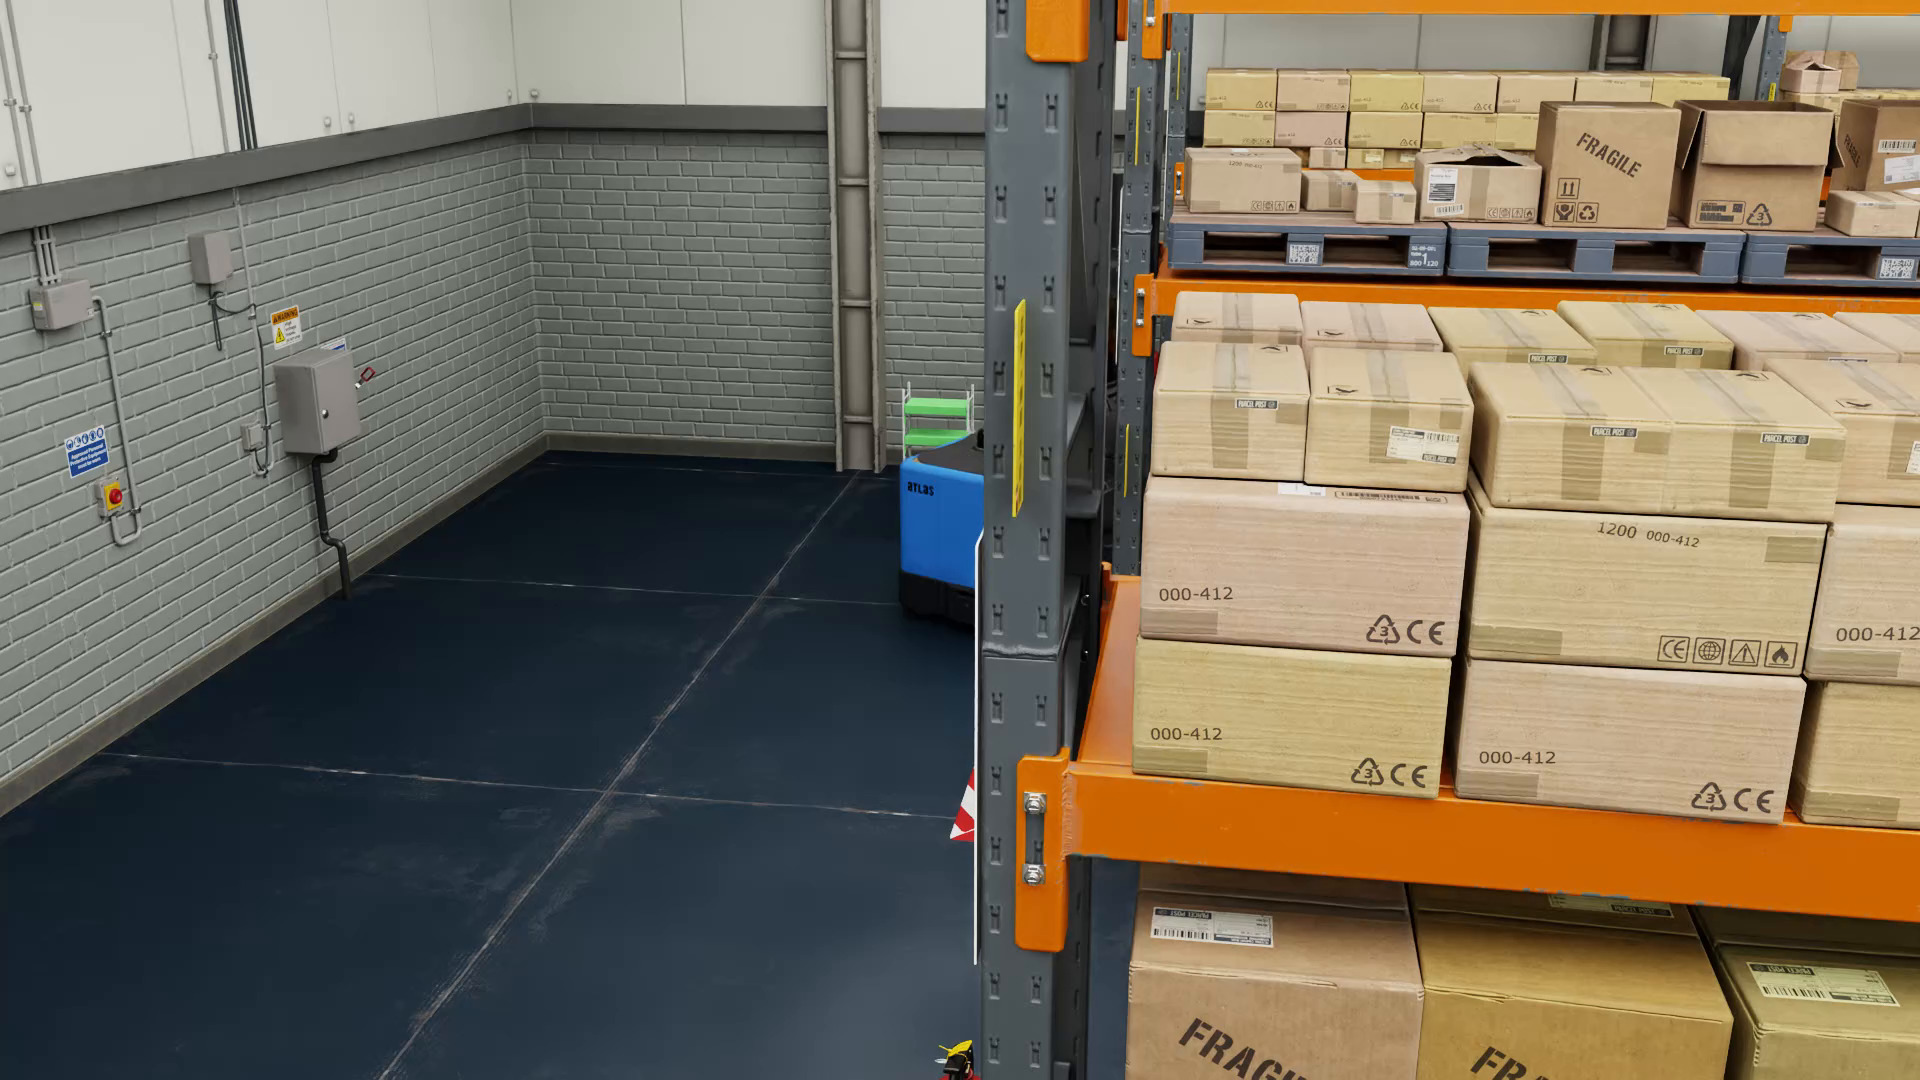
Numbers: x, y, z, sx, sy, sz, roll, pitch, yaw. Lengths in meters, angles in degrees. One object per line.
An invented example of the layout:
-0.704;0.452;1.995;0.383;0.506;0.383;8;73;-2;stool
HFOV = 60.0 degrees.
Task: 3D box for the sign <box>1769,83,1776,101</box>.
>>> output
5.518;-2.944;11.332;0.005;0.325;0.100;3;19;9;sign

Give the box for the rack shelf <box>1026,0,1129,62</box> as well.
2.153;-0.938;2.564;4.000;0.370;1.077;3;19;9;rack shelf

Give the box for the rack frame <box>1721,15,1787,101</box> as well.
5.596;-4.291;11.447;0.127;3.000;1.000;3;19;9;rack frame

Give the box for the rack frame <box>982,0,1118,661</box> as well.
0.178;-1.382;2.751;0.127;3.000;1.000;3;19;9;rack frame

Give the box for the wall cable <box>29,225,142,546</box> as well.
-4.708;-0.866;9.013;0.123;1.953;0.585;3;19;9;wall cable

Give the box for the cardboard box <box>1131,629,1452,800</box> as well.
0.581;0.215;2.943;0.500;0.250;0.500;4;19;11;cardboard box

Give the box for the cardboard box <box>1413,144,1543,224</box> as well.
2.333;-1.628;7.536;0.500;0.311;0.500;3;19;10;cardboard box

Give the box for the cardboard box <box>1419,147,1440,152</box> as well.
3.423;-2.755;11.977;0.250;0.149;0.380;3;19;9;cardboard box

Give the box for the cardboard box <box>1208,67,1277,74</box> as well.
2.130;-3.442;12.616;0.500;0.250;0.500;2;19;7;cardboard box

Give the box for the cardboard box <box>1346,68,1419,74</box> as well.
3.154;-3.393;12.470;0.500;0.250;0.500;3;19;9;cardboard box

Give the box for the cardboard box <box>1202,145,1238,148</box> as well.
1.925;-2.862;12.299;0.250;0.149;0.380;3;19;10;cardboard box

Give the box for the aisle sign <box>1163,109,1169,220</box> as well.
1.533;-2.792;12.323;0.004;0.787;0.394;3;19;9;aisle sign

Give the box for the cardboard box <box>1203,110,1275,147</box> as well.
2.042;-3.032;12.179;0.500;0.250;0.500;3;19;8;cardboard box

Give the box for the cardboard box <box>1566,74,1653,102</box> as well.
4.557;-3.149;11.739;0.500;0.250;0.500;3;19;8;cardboard box

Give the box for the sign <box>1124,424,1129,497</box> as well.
0.769;-0.367;7.684;0.005;0.325;0.100;3;19;9;sign

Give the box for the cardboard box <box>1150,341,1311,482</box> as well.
0.462;-0.227;2.846;0.250;0.149;0.380;3;19;8;cardboard box

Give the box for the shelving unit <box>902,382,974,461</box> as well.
-0.163;-0.577;12.638;0.503;1.200;0.258;3;19;9;shelving unit

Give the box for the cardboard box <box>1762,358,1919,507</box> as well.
1.478;-0.179;2.704;0.250;0.149;0.380;3;19;10;cardboard box

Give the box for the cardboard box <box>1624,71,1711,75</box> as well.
5.153;-3.290;12.161;0.500;0.250;0.500;3;19;8;cardboard box

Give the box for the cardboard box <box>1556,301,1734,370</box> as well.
1.312;-0.354;3.228;0.250;0.149;0.380;3;19;10;cardboard box

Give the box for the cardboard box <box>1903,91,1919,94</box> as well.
6.598;-2.963;11.312;0.250;0.149;0.380;3;19;8;cardboard box

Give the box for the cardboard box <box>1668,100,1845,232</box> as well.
3.476;-1.667;7.349;0.637;0.503;0.797;4;19;13;cardboard box

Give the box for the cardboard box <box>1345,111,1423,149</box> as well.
3.050;-2.983;12.033;0.500;0.250;0.500;2;19;7;cardboard box

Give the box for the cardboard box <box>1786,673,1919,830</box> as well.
1.611;0.264;2.795;0.500;0.250;0.500;2;19;7;cardboard box

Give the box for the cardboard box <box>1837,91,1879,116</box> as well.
6.096;-2.994;11.404;0.250;0.149;0.380;3;19;10;cardboard box

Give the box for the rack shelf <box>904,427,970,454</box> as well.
-0.163;-0.744;12.582;0.480;0.148;0.258;3;19;9;rack shelf

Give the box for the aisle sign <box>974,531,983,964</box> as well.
0.058;0.321;3.020;0.004;0.787;0.394;3;19;9;aisle sign

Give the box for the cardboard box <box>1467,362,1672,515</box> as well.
0.967;-0.172;2.681;0.250;0.149;0.380;3;19;9;cardboard box

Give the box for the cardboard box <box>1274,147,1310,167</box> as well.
2.438;-2.839;12.229;0.250;0.149;0.380;3;19;9;cardboard box

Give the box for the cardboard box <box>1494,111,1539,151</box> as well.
4.061;-2.937;11.894;0.500;0.250;0.500;3;19;10;cardboard box

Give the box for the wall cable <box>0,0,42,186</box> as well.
-4.798;-3.136;7.992;0.029;3.000;0.463;3;19;9;wall cable

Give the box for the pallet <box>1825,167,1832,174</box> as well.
6.229;-2.725;11.789;1.003;0.211;1.213;3;19;9;pallet

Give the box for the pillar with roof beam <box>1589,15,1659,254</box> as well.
4.369;-3.260;8.365;0.400;9.000;9.100;3;19;9;pillar with roof beam

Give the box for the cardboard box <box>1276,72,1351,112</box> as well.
2.544;-3.245;12.026;0.500;0.250;0.500;3;19;8;cardboard box

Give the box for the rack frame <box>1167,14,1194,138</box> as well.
1.647;-4.493;12.049;0.127;3.000;1.000;3;19;9;rack frame

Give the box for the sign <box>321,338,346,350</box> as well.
-4.357;-1.140;11.632;0.001;0.494;0.329;3;19;9;sign

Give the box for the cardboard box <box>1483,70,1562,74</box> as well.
4.137;-3.337;12.301;0.500;0.250;0.500;3;19;8;cardboard box

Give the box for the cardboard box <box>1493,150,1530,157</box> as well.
3.939;-2.752;11.970;0.250;0.149;0.380;3;19;9;cardboard box

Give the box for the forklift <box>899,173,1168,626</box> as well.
1.089;-0.758;10.450;3.031;2.935;1.130;12;22;33;forklift

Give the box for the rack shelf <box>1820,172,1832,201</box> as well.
7.571;-2.427;11.736;4.000;0.370;1.077;3;19;9;rack shelf

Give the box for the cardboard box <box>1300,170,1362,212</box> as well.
1.749;-1.652;7.862;0.250;0.149;0.380;1;19;4;cardboard box

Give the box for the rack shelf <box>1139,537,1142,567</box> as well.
2.838;0.349;8.166;4.000;0.370;1.077;3;19;9;rack shelf

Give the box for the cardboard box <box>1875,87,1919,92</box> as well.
6.673;-3.127;11.802;0.250;0.149;0.380;3;19;10;cardboard box

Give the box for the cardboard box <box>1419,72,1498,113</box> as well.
3.548;-3.201;11.896;0.500;0.250;0.500;3;19;10;cardboard box

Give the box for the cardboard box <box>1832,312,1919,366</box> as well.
1.812;-0.315;3.111;0.250;0.149;0.380;3;19;10;cardboard box

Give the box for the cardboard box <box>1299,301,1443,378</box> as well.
0.784;-0.353;3.224;0.250;0.149;0.380;3;19;9;cardboard box

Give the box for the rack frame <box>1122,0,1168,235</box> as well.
0.863;-2.938;7.401;0.127;3.000;1.000;3;19;9;rack frame

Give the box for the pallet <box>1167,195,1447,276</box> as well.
1.597;-1.439;7.789;1.213;0.211;1.003;3;19;9;pallet

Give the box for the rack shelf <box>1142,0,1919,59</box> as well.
2.838;-2.306;7.277;4.000;0.370;1.077;3;19;9;rack shelf

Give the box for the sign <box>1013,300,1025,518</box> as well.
0.092;-0.204;2.580;0.005;0.325;0.100;3;19;9;sign

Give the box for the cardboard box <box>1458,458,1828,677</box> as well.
1.086;0.004;2.784;0.500;0.250;0.500;3;19;8;cardboard box

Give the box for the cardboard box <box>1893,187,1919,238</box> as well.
4.131;-1.428;7.010;0.258;0.266;0.396;4;19;10;cardboard box

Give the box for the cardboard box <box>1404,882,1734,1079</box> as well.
1.078;0.930;3.095;0.500;0.500;0.500;3;19;10;cardboard box

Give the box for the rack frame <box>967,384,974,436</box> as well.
0.077;-0.565;12.601;0.015;1.200;0.240;3;19;9;rack frame

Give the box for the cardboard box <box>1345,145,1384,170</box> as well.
2.928;-2.783;12.063;0.250;0.149;0.380;3;19;8;cardboard box

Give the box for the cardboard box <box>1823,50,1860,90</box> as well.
6.176;-3.337;11.777;0.258;0.266;0.396;3;19;9;cardboard box

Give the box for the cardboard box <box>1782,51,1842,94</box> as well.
5.838;-3.209;11.395;0.258;0.266;0.396;3;19;8;cardboard box

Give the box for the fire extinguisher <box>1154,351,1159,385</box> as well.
1.428;-1.297;12.661;0.183;0.674;0.296;3;19;9;fire extinguisher

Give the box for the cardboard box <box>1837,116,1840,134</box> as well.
6.078;-2.833;11.392;0.250;0.149;0.380;3;19;9;cardboard box
